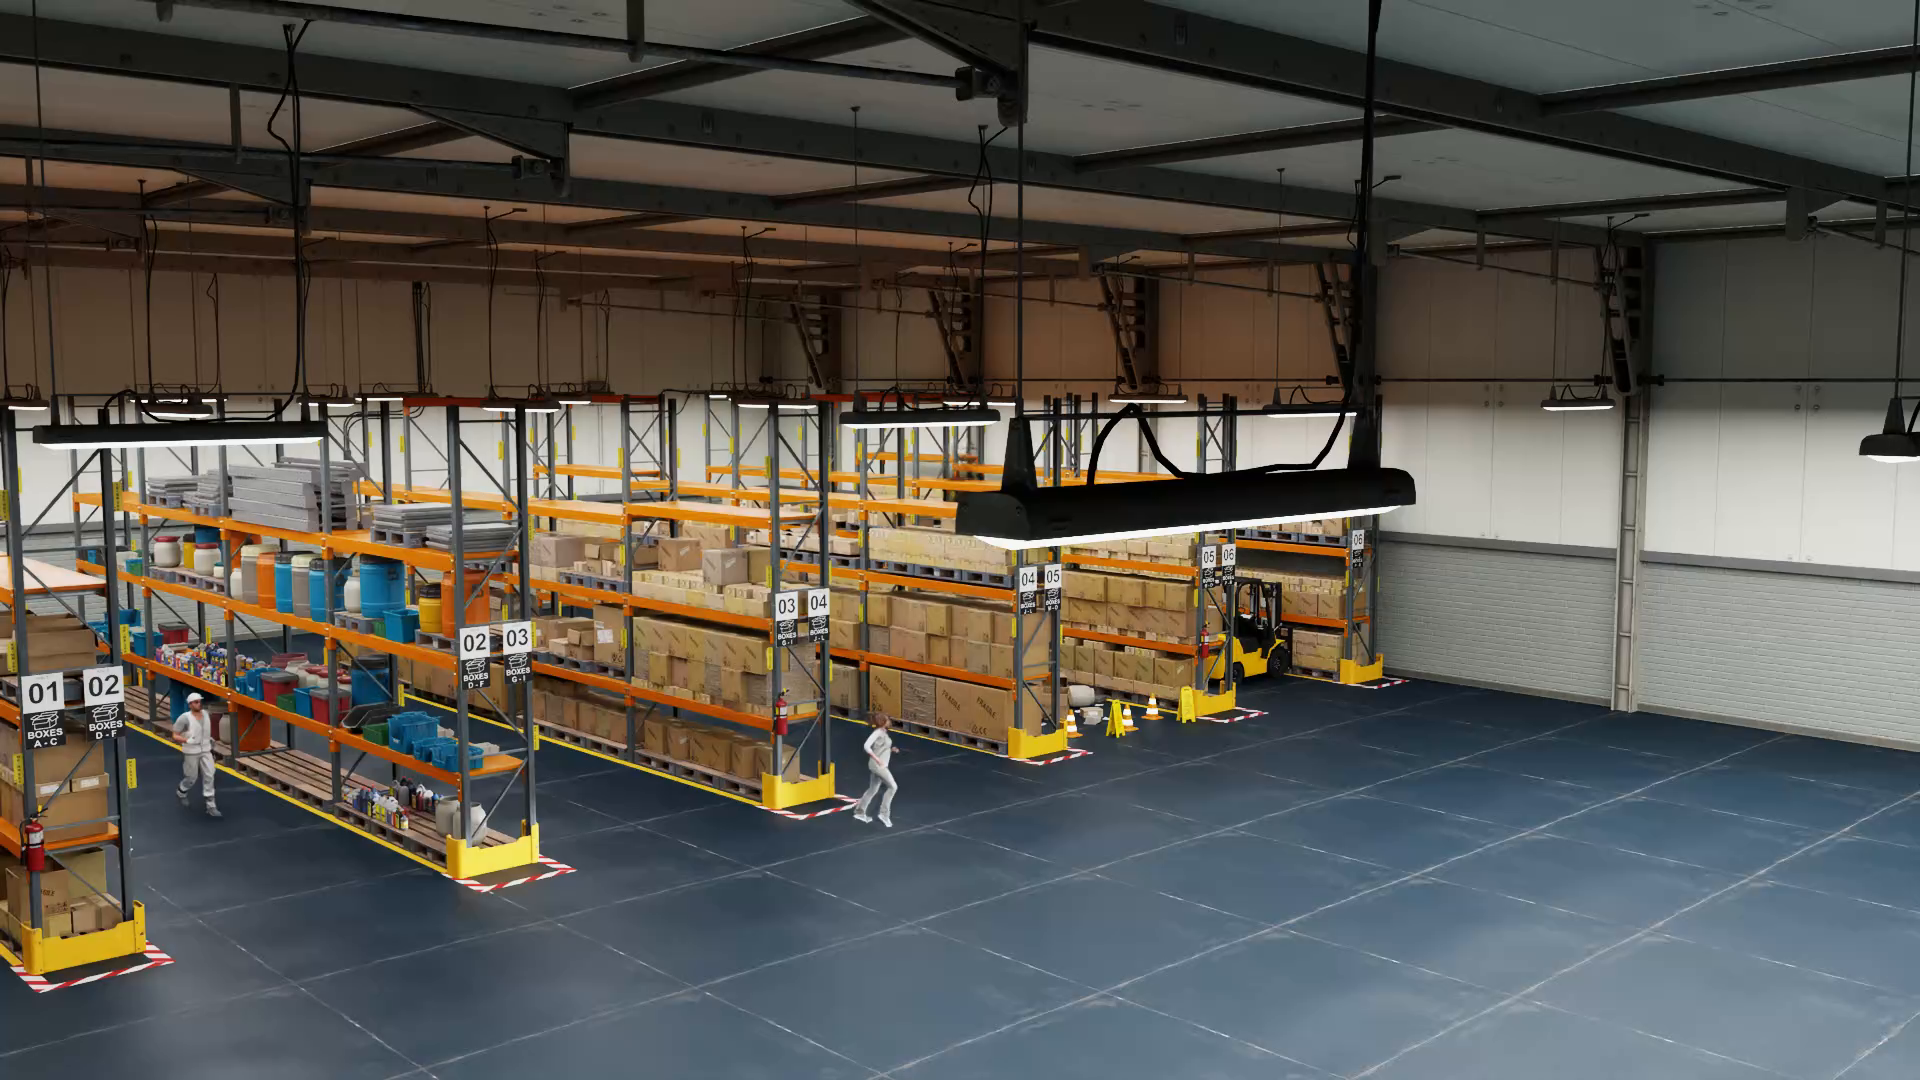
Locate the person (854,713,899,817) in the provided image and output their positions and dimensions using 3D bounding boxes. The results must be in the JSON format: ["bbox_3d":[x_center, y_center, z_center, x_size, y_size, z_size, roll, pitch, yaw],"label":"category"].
[{"bbox_3d":[-1.189,3.191,23.627,0.645,1.458,0.553,0,6,-1],"label":"person"}]

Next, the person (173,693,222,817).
[{"bbox_3d":[-11.075,3.092,24.113,1.008,1.778,0.619,4,7,37],"label":"person"}]
